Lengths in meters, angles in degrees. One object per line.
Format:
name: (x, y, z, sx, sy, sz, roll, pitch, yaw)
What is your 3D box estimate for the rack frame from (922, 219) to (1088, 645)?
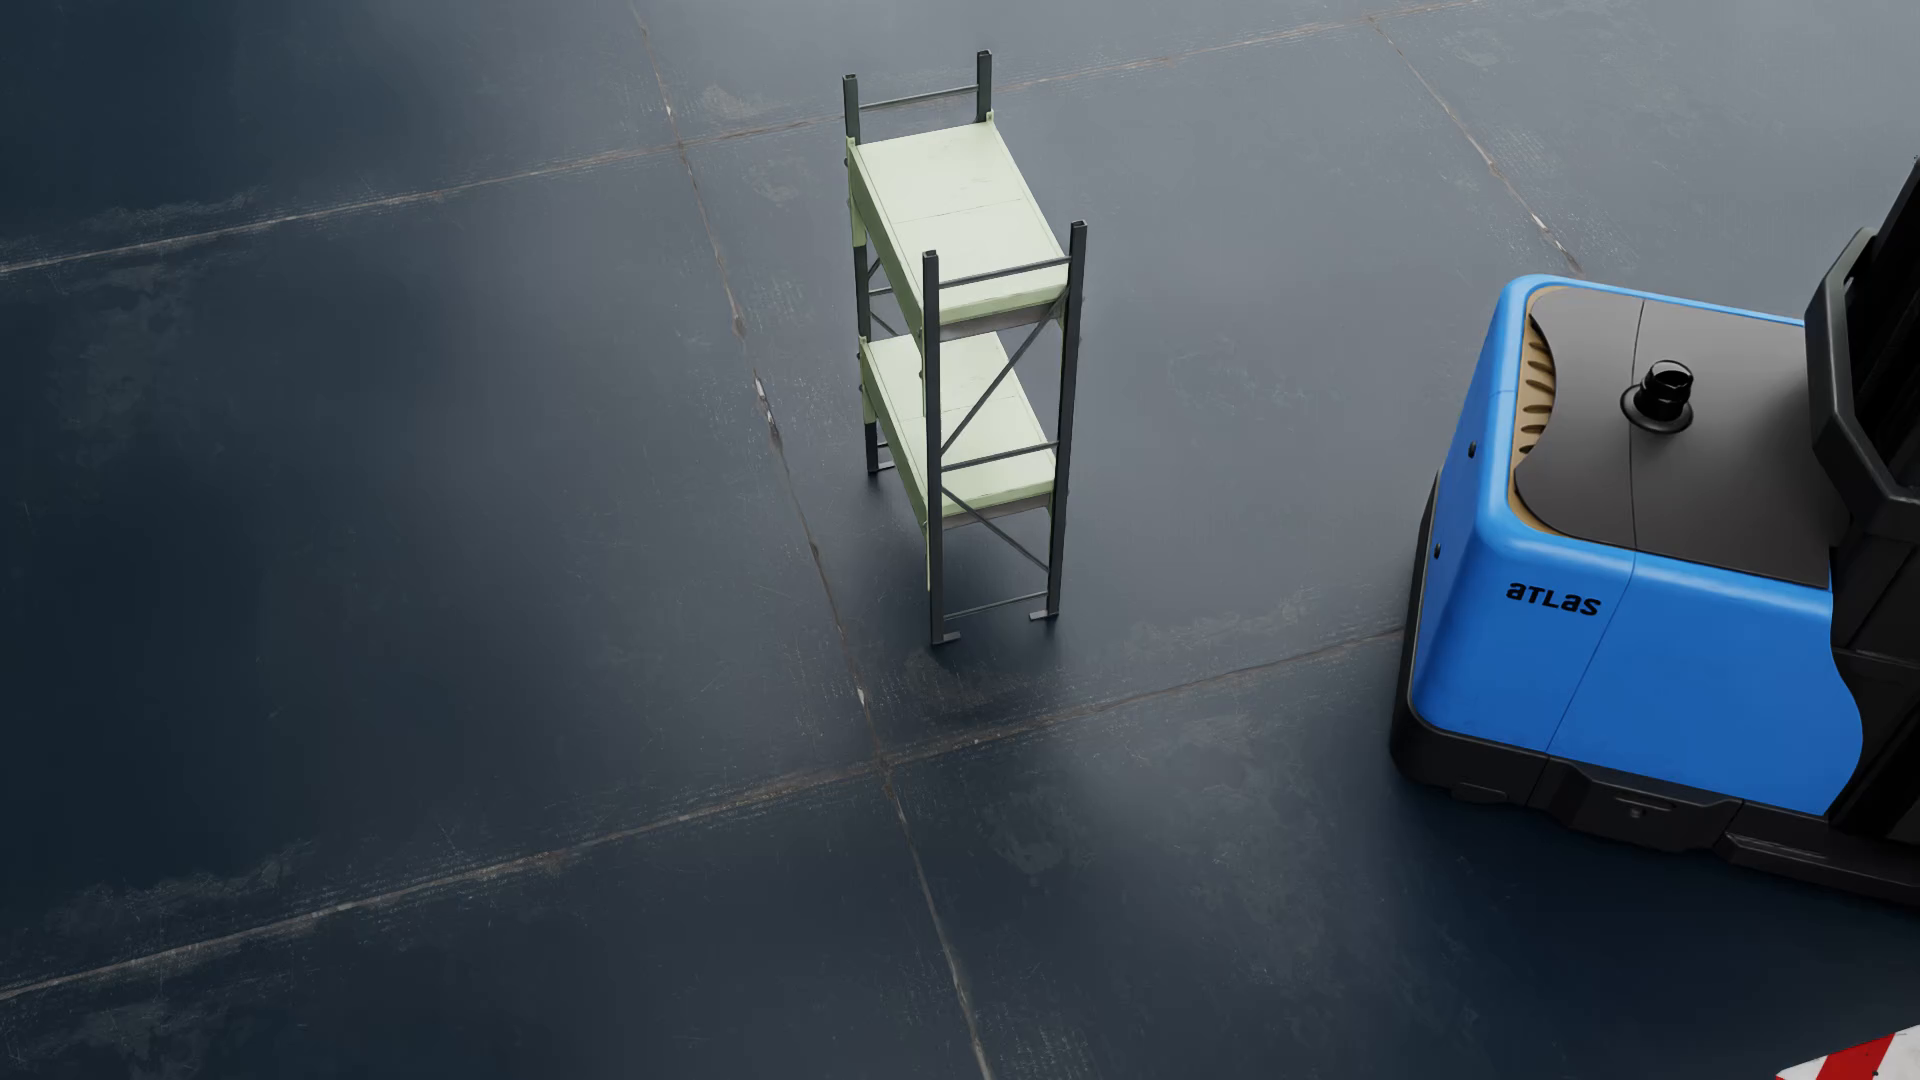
rack frame: (0.106, -0.221, 4.455, 0.400, 1.500, 0.023, -13, 51, -11)

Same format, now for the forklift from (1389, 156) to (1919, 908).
forklift: (2.779, -0.317, 3.601, 3.031, 2.935, 1.130, 12, 51, 10)

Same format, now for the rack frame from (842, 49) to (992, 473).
rack frame: (-0.110, -0.756, 4.906, 0.400, 1.500, 0.023, -13, 51, -11)

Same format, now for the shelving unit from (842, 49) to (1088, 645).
shelving unit: (-0.002, -0.488, 4.681, 0.431, 1.500, 0.755, -13, 51, -11)

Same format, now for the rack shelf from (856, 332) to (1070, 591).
rack shelf: (-0.002, -0.278, 4.930, 0.431, 0.370, 0.720, -13, 51, -11)

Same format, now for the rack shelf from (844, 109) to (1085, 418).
rack shelf: (-0.002, -0.740, 4.382, 0.431, 0.370, 0.720, -13, 51, -11)
